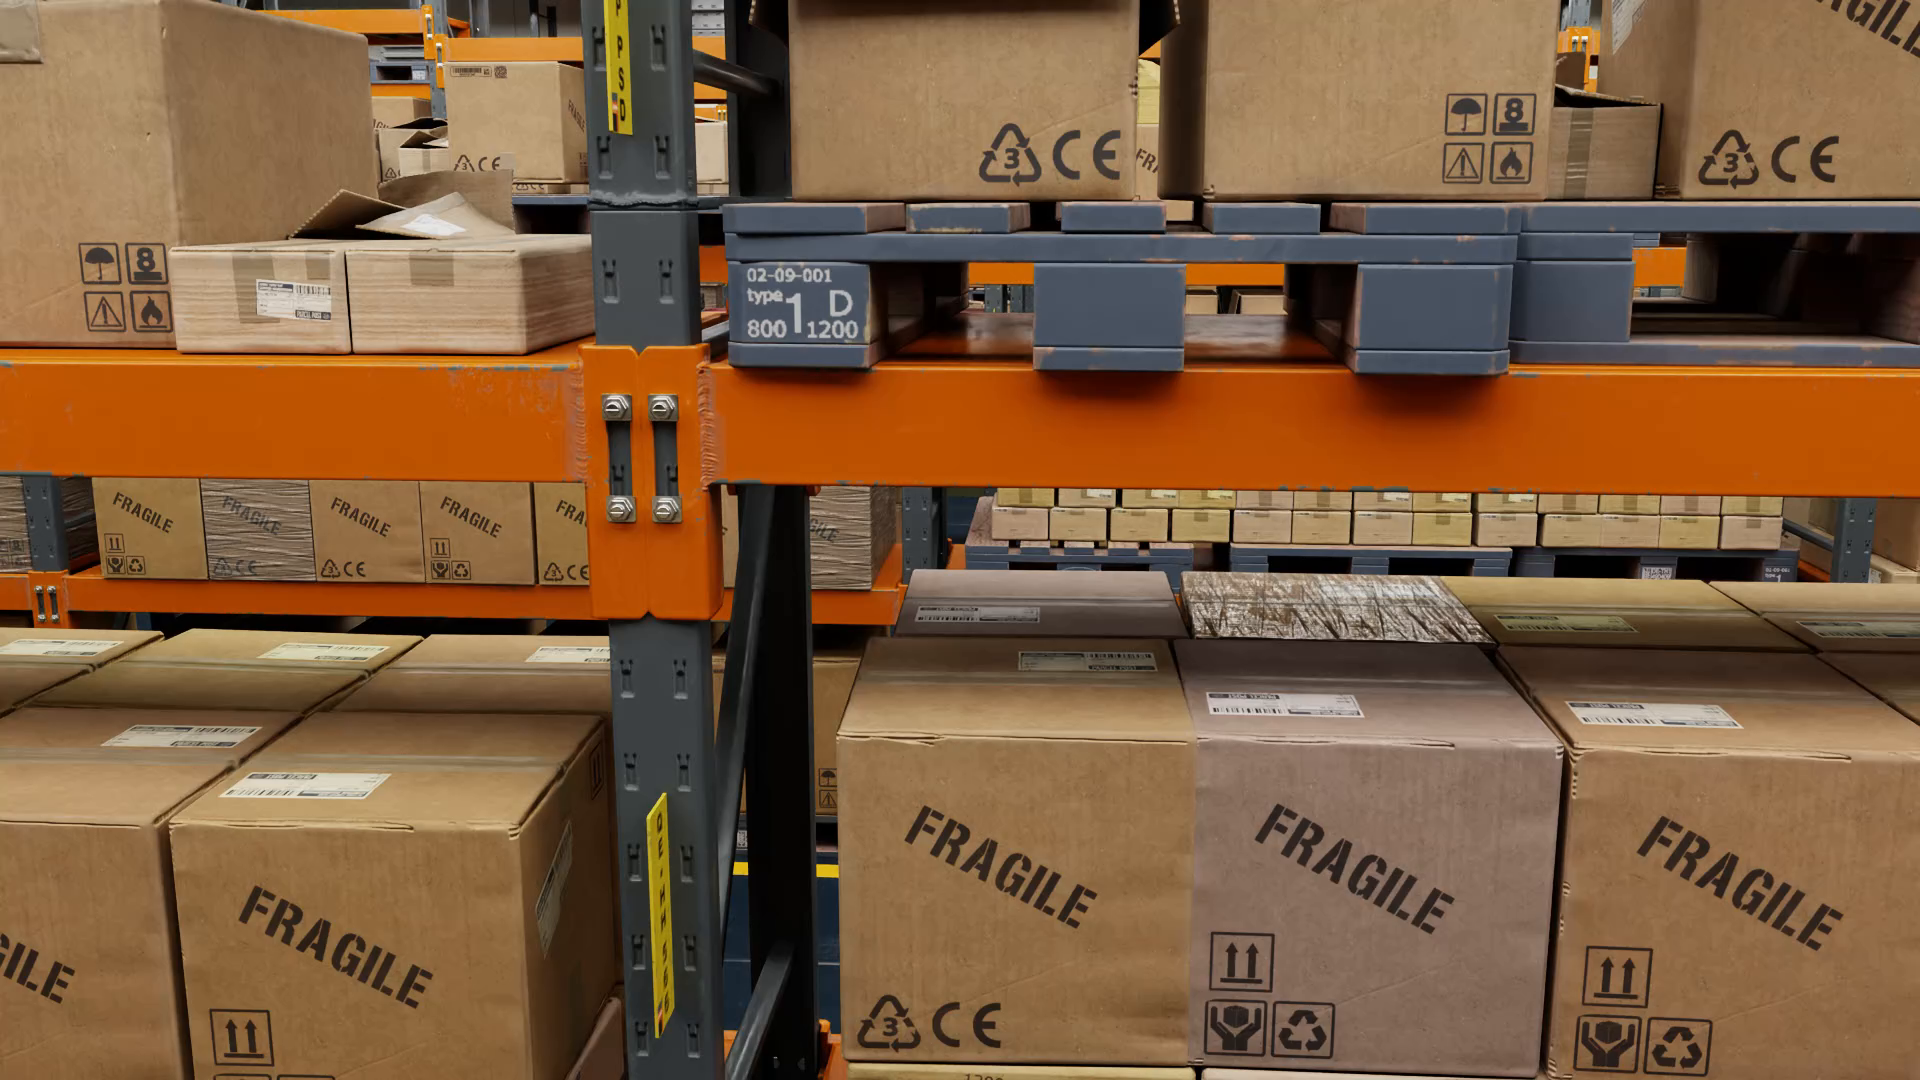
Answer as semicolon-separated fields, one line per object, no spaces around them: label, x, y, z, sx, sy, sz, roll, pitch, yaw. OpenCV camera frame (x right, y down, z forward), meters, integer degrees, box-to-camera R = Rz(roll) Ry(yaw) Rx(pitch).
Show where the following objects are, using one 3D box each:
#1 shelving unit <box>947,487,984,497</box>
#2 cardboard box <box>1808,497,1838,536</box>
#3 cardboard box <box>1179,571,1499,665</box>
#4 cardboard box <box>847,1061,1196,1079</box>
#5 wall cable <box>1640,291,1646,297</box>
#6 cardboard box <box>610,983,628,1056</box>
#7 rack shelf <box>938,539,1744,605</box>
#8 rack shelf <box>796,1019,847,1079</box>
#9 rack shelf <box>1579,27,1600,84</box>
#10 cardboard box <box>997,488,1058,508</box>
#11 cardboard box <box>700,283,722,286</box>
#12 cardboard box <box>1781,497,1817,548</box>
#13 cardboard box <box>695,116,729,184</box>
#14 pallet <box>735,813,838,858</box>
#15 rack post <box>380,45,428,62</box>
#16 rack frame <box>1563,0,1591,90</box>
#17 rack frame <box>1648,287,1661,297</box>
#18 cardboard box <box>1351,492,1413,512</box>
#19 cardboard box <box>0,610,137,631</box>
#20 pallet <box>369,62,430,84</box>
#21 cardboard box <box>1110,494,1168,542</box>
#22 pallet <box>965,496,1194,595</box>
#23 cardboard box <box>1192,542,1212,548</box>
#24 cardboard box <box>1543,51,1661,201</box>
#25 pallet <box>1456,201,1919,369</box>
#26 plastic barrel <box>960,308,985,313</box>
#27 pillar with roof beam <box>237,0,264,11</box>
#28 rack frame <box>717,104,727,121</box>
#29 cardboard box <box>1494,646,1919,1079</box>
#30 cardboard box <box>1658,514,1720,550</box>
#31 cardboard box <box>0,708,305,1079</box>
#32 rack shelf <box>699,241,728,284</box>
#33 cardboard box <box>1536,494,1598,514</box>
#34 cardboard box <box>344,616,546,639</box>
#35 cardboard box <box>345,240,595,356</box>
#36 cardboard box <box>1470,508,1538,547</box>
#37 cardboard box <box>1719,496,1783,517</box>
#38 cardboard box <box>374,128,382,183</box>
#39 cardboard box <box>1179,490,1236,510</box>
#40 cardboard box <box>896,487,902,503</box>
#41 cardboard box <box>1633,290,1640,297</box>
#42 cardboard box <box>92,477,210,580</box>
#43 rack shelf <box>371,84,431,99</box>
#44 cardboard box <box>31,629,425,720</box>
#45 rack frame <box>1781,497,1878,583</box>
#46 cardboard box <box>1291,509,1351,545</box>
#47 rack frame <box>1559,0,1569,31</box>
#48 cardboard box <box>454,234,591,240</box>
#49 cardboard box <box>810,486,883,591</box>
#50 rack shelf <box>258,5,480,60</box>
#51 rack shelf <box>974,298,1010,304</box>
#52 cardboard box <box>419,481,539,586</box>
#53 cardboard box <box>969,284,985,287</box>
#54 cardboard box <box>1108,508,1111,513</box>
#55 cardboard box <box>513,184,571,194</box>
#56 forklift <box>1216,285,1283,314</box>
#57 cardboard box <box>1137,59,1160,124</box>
shelving unit;-0.007;-0.734;14.615;0.755;1.500;0.431;1;12;4
cardboard box;4.334;-0.265;7.738;0.500;0.500;0.500;1;12;4
cardboard box;0.657;0.359;3.039;0.500;0.500;0.500;1;12;5
cardboard box;0.101;0.825;2.645;0.500;0.250;0.500;1;12;3
wall cable;10.590;-4.685;27.359;1.851;1.984;0.084;1;12;4
cardboard box;-0.700;0.814;3.141;0.250;0.149;0.380;0;12;0
rack shelf;1.837;0.305;7.739;4.000;0.370;1.077;1;12;4
rack shelf;1.607;1.318;2.898;4.000;0.370;1.077;1;12;4
rack shelf;6.260;-3.392;11.741;4.000;0.370;1.077;1;12;4
cardboard box;0.310;-0.255;7.521;0.250;0.149;0.380;1;12;6
cardboard box;-3.337;-3.491;22.302;0.250;0.149;0.380;1;12;4
cardboard box;5.816;-0.159;12.366;0.875;0.875;0.875;1;12;4
cardboard box;-1.221;-1.706;7.220;0.500;0.311;0.500;1;12;4
pallet;-0.940;1.265;8.207;1.213;0.211;1.003;1;12;4
rack post;-5.442;-5.087;17.291;0.954;0.300;0.937;1;12;3
rack frame;4.265;-3.968;11.758;0.127;3.000;1.000;1;12;4
rack frame;8.922;-3.000;21.785;0.127;3.000;1.000;1;12;4
cardboard box;1.865;-0.234;7.424;0.250;0.149;0.380;1;12;6
cardboard box;-4.772;0.683;8.342;0.875;0.875;0.875;1;12;5
pallet;-5.431;-4.823;17.282;1.213;0.211;1.003;1;12;4
cardboard box;0.811;-0.102;7.518;0.250;0.149;0.380;1;12;7
pallet;0.560;0.008;7.873;1.003;0.211;1.213;1;12;4
cardboard box;1.850;-0.224;12.677;0.875;0.875;1.225;1;12;4
cardboard box;1.009;-0.722;2.870;0.258;0.266;0.396;0;12;2
pallet;1.374;-0.425;2.607;1.213;0.211;1.003;1;12;6
plastic barrel;0.122;-2.109;17.191;0.708;0.536;0.600;1;12;4
pillar with roof beam;-12.233;-6.537;24.042;0.548;9.000;9.100;1;12;4
rack frame;-3.052;-6.101;21.955;0.127;3.000;1.000;1;12;4
cardboard box;1.098;0.472;2.500;0.500;0.500;0.500;1;12;5
cardboard box;3.164;-0.070;7.366;0.250;0.149;0.380;1;12;4
cardboard box;-1.377;0.584;2.653;0.500;0.500;0.500;1;12;3
rack shelf;-2.154;-1.218;7.693;4.000;0.370;1.077;1;12;4
cardboard box;2.639;-0.223;7.369;0.250;0.149;0.380;0;12;2
cardboard box;-2.562;0.771;8.226;0.750;0.750;1.050;1;12;4
cardboard box;-0.717;-0.368;2.489;0.250;0.149;0.380;1;12;4
cardboard box;2.387;-0.080;7.414;0.250;0.149;0.380;0;12;1
cardboard box;3.422;-0.213;7.320;0.250;0.149;0.380;1;12;5
cardboard box;-2.903;-1.806;7.847;0.500;0.250;0.500;1;12;3
cardboard box;1.099;-0.245;7.475;0.250;0.149;0.380;1;12;4
cardboard box;-0.397;-0.448;12.782;0.500;0.250;0.500;1;12;6
cardboard box;8.457;-3.000;21.538;0.500;0.500;0.500;1;12;5
cardboard box;-3.643;-0.116;7.750;0.500;0.500;0.500;1;12;4
rack shelf;-5.382;-4.568;17.364;4.000;0.370;1.077;1;12;4
cardboard box;-1.342;0.479;3.154;0.500;0.500;0.500;1;12;7
rack frame;3.833;-0.019;7.534;0.127;3.000;1.000;1;12;4
cardboard box;1.598;-0.092;7.468;0.250;0.149;0.380;1;12;5
rack frame;9.249;-6.949;26.009;0.127;3.000;1.000;1;12;4
cardboard box;-0.691;-0.446;2.860;0.250;0.149;0.380;1;12;4
cardboard box;-0.626;-0.074;7.553;0.500;0.500;0.500;1;12;4
rack shelf;-5.713;-3.751;12.486;4.000;0.370;1.077;1;12;4
rack shelf;-0.729;-3.797;27.351;4.000;0.370;1.077;1;12;4
cardboard box;-2.134;-0.094;7.649;0.500;0.500;0.500;1;12;5
cardboard box;0.238;-4.393;27.122;0.500;0.500;0.700;0;12;-2
cardboard box;0.612;-0.240;8.177;0.250;0.149;0.380;1;12;4
cardboard box;-3.255;-2.838;12.407;0.637;0.503;0.797;0;12;1
forklift;2.917;-1.398;14.292;3.031;2.935;1.130;1;12;5
cardboard box;0.741;-1.897;7.071;0.258;0.266;0.396;1;12;4
